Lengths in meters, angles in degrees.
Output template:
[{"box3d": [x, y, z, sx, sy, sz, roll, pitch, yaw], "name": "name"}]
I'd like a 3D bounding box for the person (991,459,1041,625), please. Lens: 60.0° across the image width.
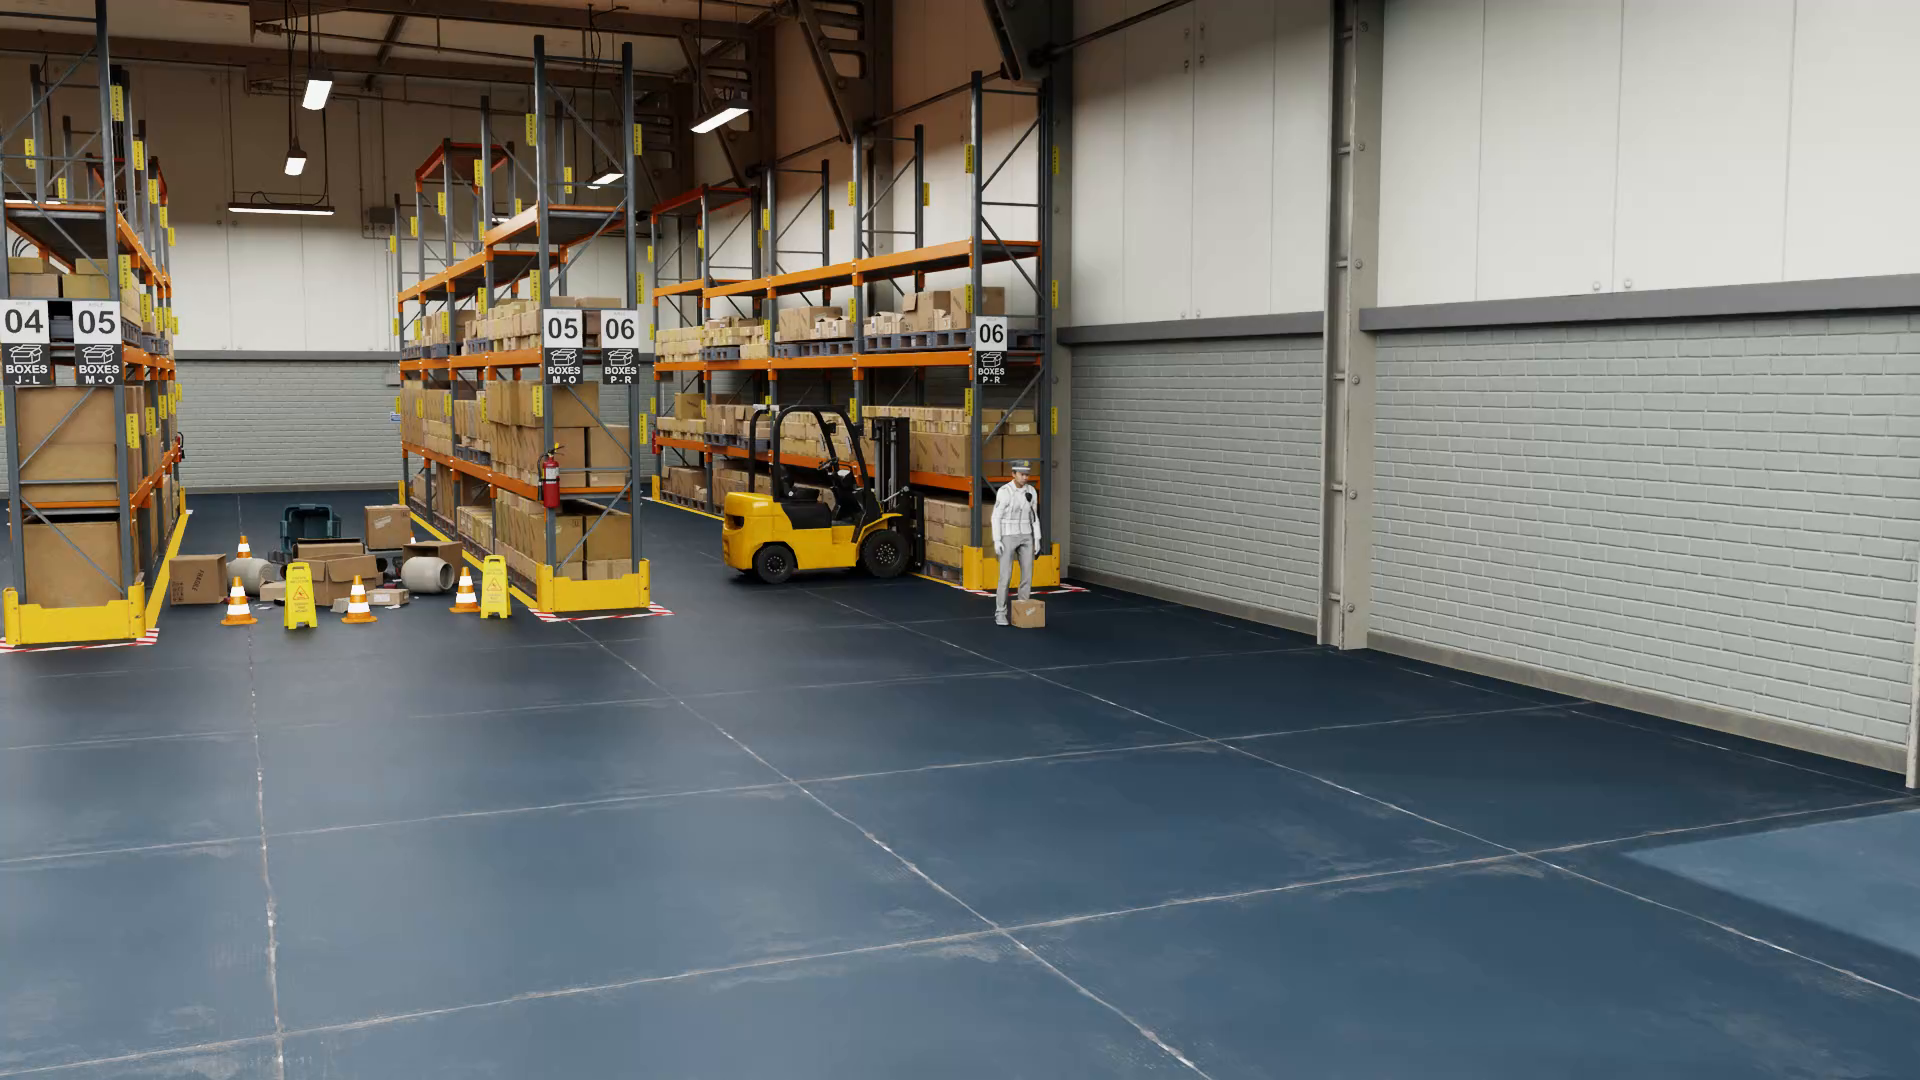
[{"box3d": [0.574, 0.015, 16.835, 0.529, 1.663, 0.374, -2, 6, -23], "name": "person"}]
